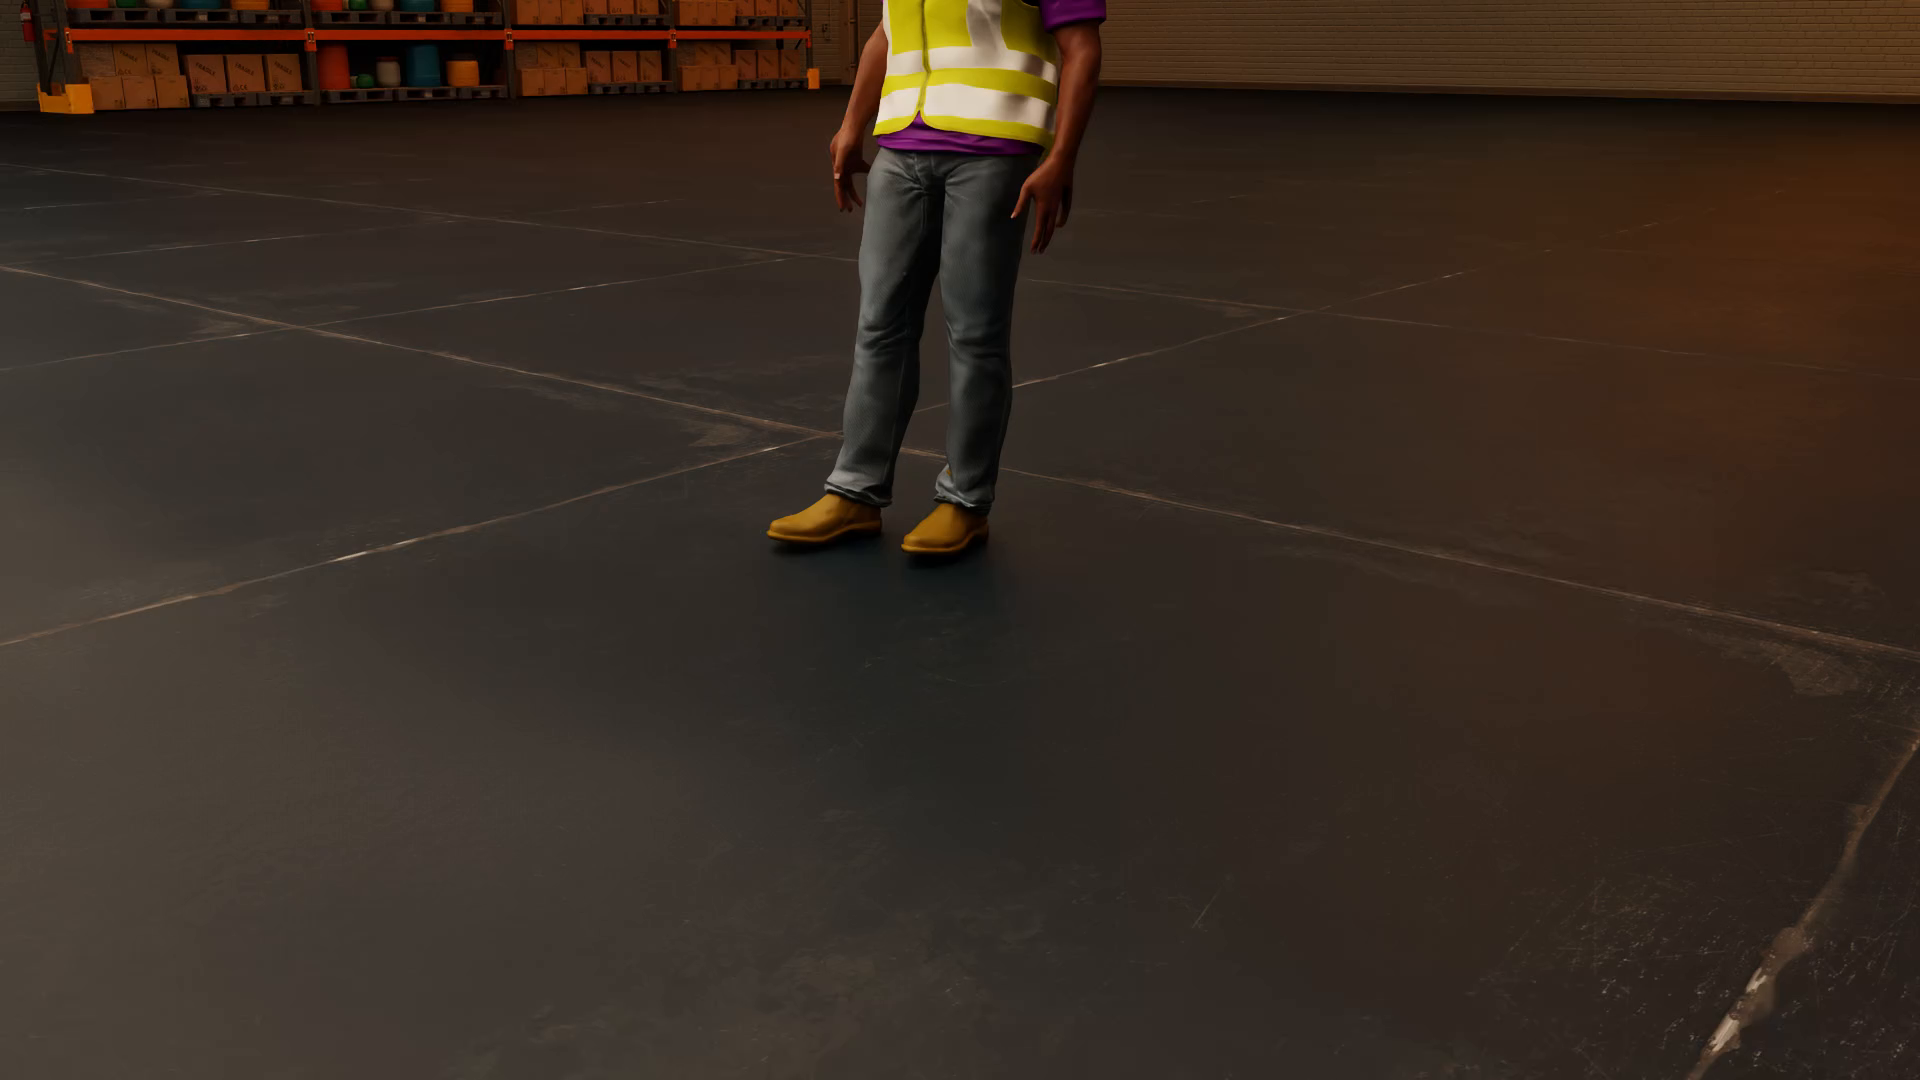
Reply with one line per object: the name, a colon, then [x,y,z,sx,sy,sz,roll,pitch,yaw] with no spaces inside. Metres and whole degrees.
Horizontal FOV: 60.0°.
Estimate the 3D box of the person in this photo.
person: [-0.049,-0.838,3.636,0.665,1.765,0.577,13,21,37]
